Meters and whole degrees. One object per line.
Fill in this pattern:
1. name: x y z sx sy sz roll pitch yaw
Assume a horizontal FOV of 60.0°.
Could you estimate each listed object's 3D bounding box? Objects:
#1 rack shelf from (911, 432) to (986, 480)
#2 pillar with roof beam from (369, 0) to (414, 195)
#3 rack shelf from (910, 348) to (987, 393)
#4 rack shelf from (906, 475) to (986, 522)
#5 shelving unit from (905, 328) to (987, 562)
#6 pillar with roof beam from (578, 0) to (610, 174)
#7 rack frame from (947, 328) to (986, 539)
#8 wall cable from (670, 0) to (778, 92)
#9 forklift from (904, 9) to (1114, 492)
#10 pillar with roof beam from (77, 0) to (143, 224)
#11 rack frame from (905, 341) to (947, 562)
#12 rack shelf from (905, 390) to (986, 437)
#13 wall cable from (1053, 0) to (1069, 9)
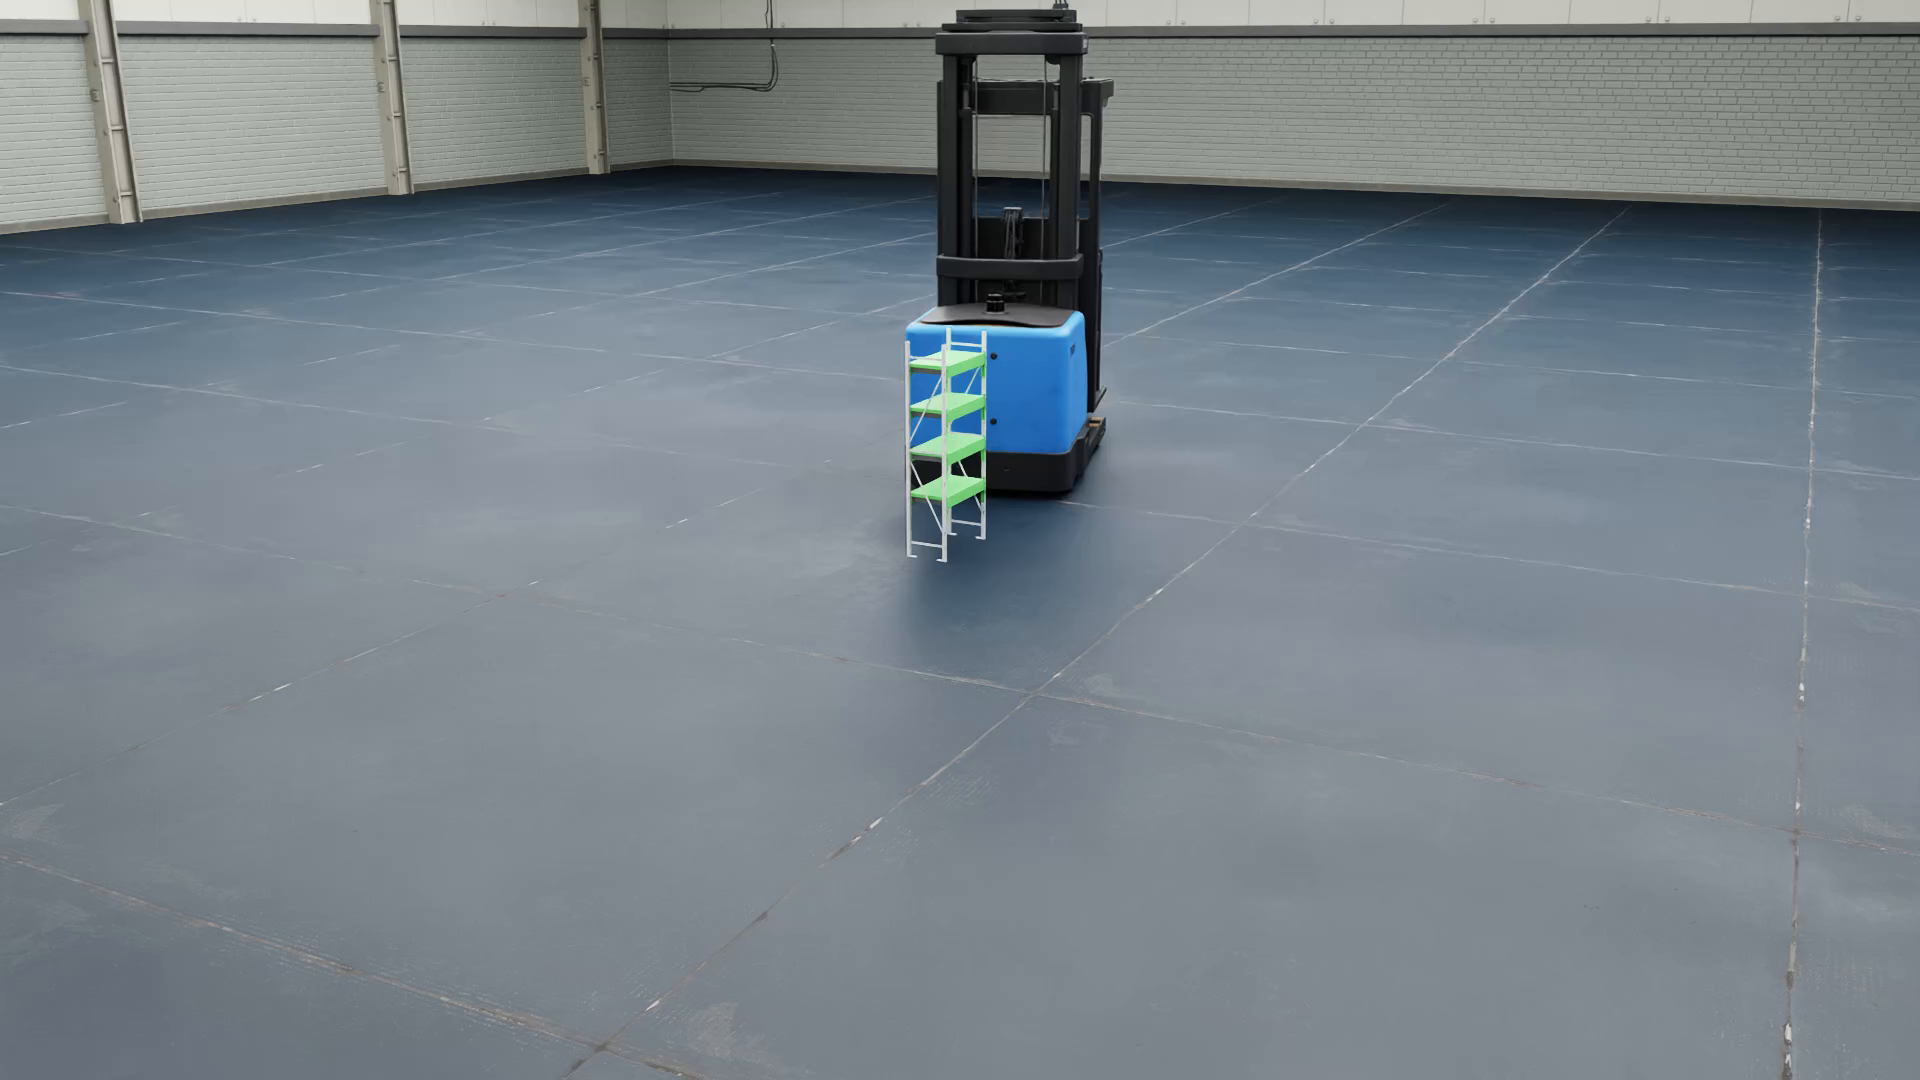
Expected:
1. rack shelf: -0.074 -0.472 9.230 0.258 0.148 0.480 8 18 25
2. pillar with roof beam: -6.850 -10.391 28.704 9.100 9.000 0.400 8 18 25
3. rack shelf: -0.074 -0.932 9.093 0.258 0.148 0.480 8 18 25
4. rack shelf: -0.074 -0.242 9.298 0.258 0.148 0.480 8 18 25
5. shelving unit: -0.074 -0.533 9.212 0.258 1.200 0.503 8 18 25
6. pillar with roof beam: -4.169 -11.919 33.850 9.100 9.000 0.400 8 18 25
7. rack frame: 0.035 -0.595 9.421 0.240 1.200 0.015 8 18 25
8. wall cable: -5.521 -11.561 38.096 3.097 2.526 0.112 8 18 25
9. forklift: 0.438 -2.079 11.375 1.130 2.935 3.031 3 17 11
10. pillar with roof beam: -9.531 -8.863 23.559 9.100 9.000 0.400 8 18 25
11. rack frame: -0.183 -0.471 9.002 0.240 1.200 0.015 8 18 25
12. rack shelf: -0.074 -0.702 9.161 0.258 0.148 0.480 8 18 25
13. wall cable: 2.965 -13.468 33.089 2.305 6.003 0.169 8 18 25
